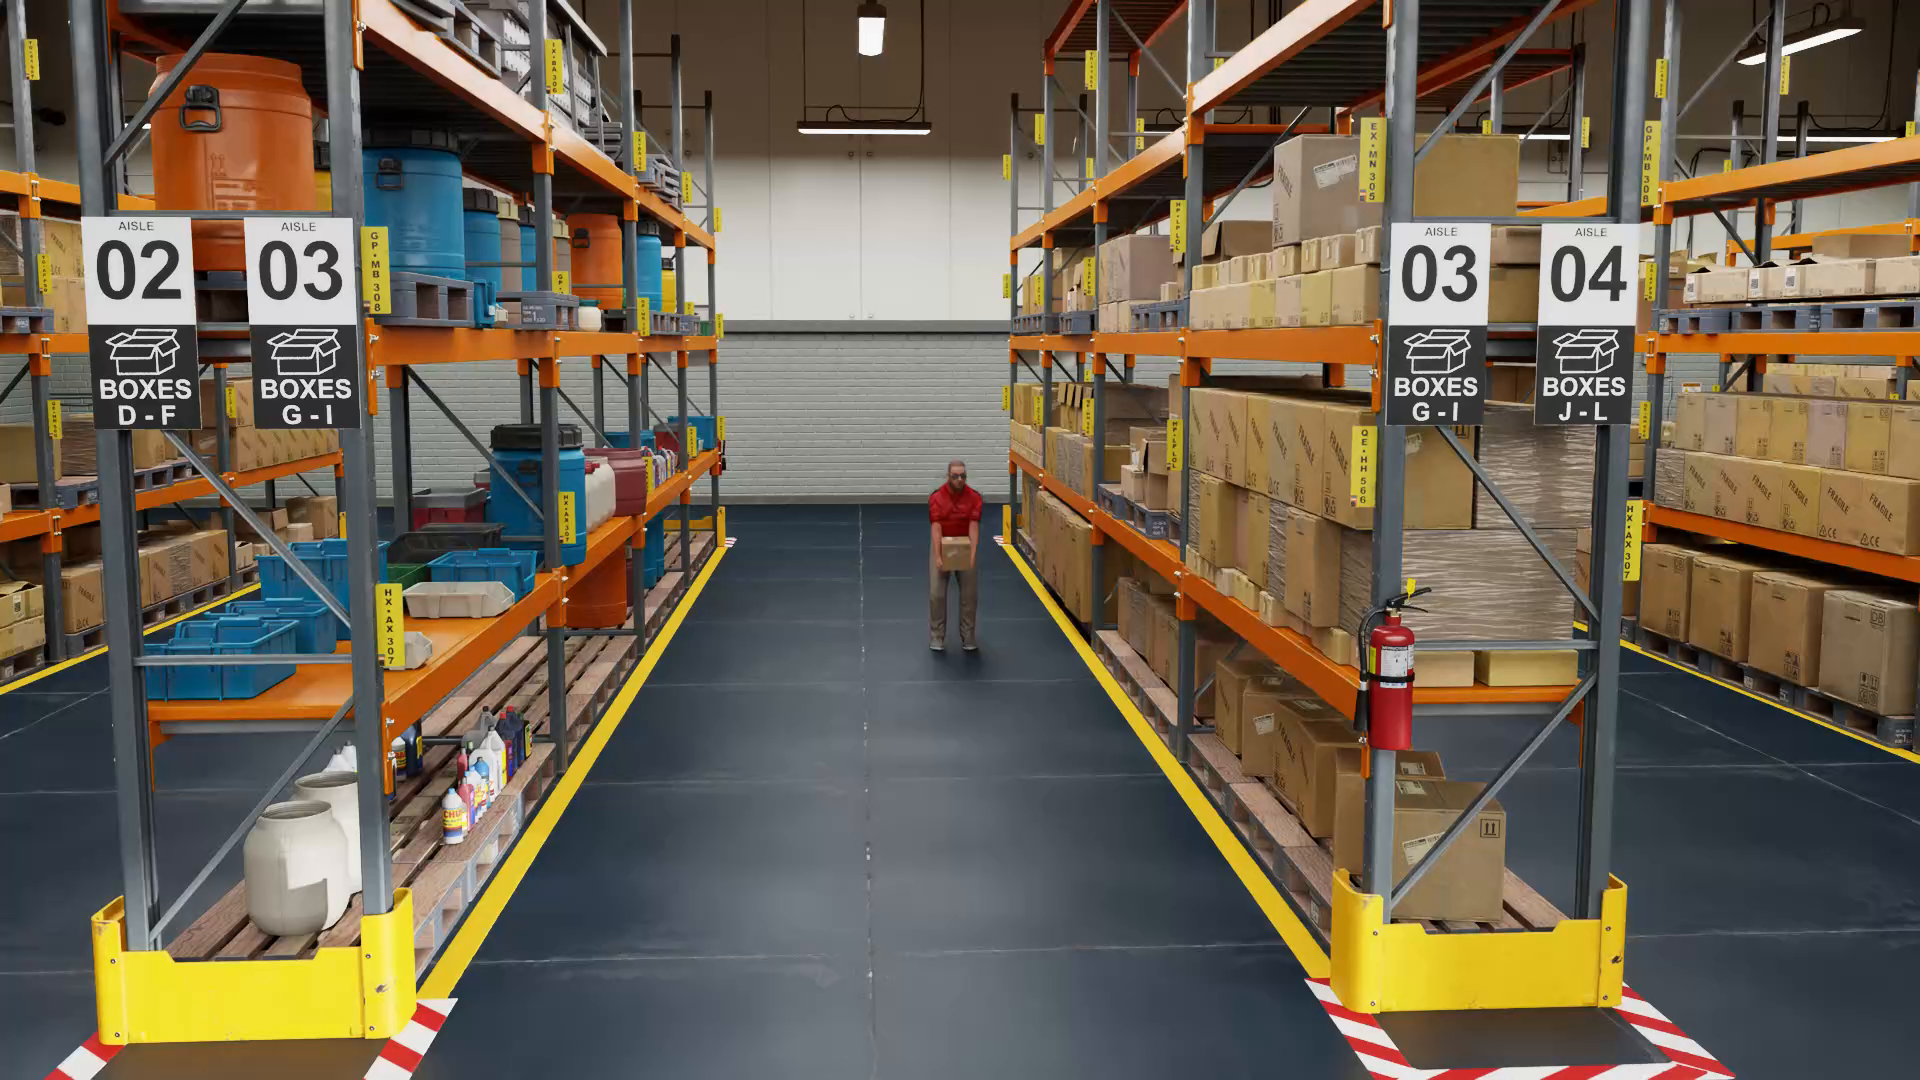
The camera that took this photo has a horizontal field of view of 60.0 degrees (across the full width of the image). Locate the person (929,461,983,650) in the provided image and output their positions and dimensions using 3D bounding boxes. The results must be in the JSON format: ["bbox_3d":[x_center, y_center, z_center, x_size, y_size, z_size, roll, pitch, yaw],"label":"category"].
[{"bbox_3d":[-0.039,0.137,14.810,0.478,1.702,0.579,-1,7,-5],"label":"person"}]
